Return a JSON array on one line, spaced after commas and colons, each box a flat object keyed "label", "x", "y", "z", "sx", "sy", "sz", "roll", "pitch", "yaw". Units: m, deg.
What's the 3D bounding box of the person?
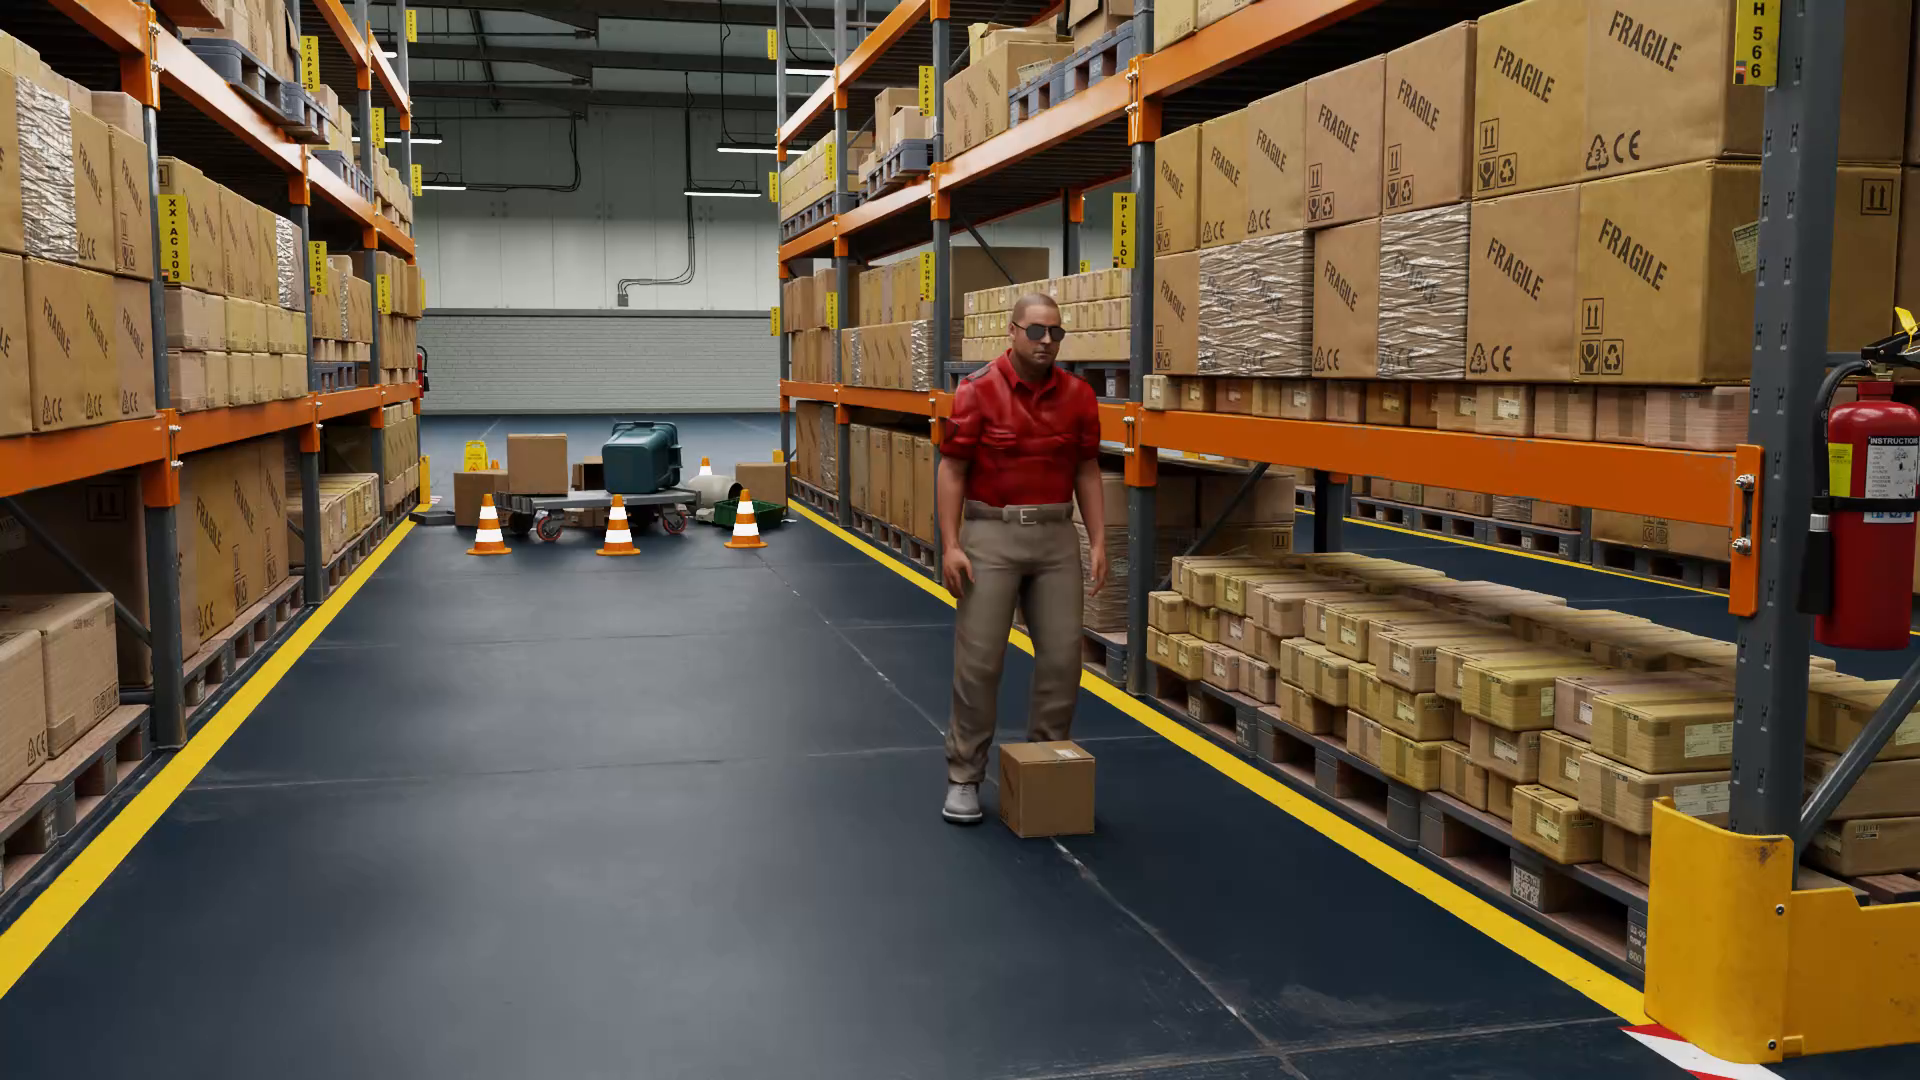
[{"label": "person", "x": 0.208, "y": 0.046, "z": 5.572, "sx": 0.606, "sy": 1.728, "sz": 0.387, "roll": -2, "pitch": 6, "yaw": -17}]
